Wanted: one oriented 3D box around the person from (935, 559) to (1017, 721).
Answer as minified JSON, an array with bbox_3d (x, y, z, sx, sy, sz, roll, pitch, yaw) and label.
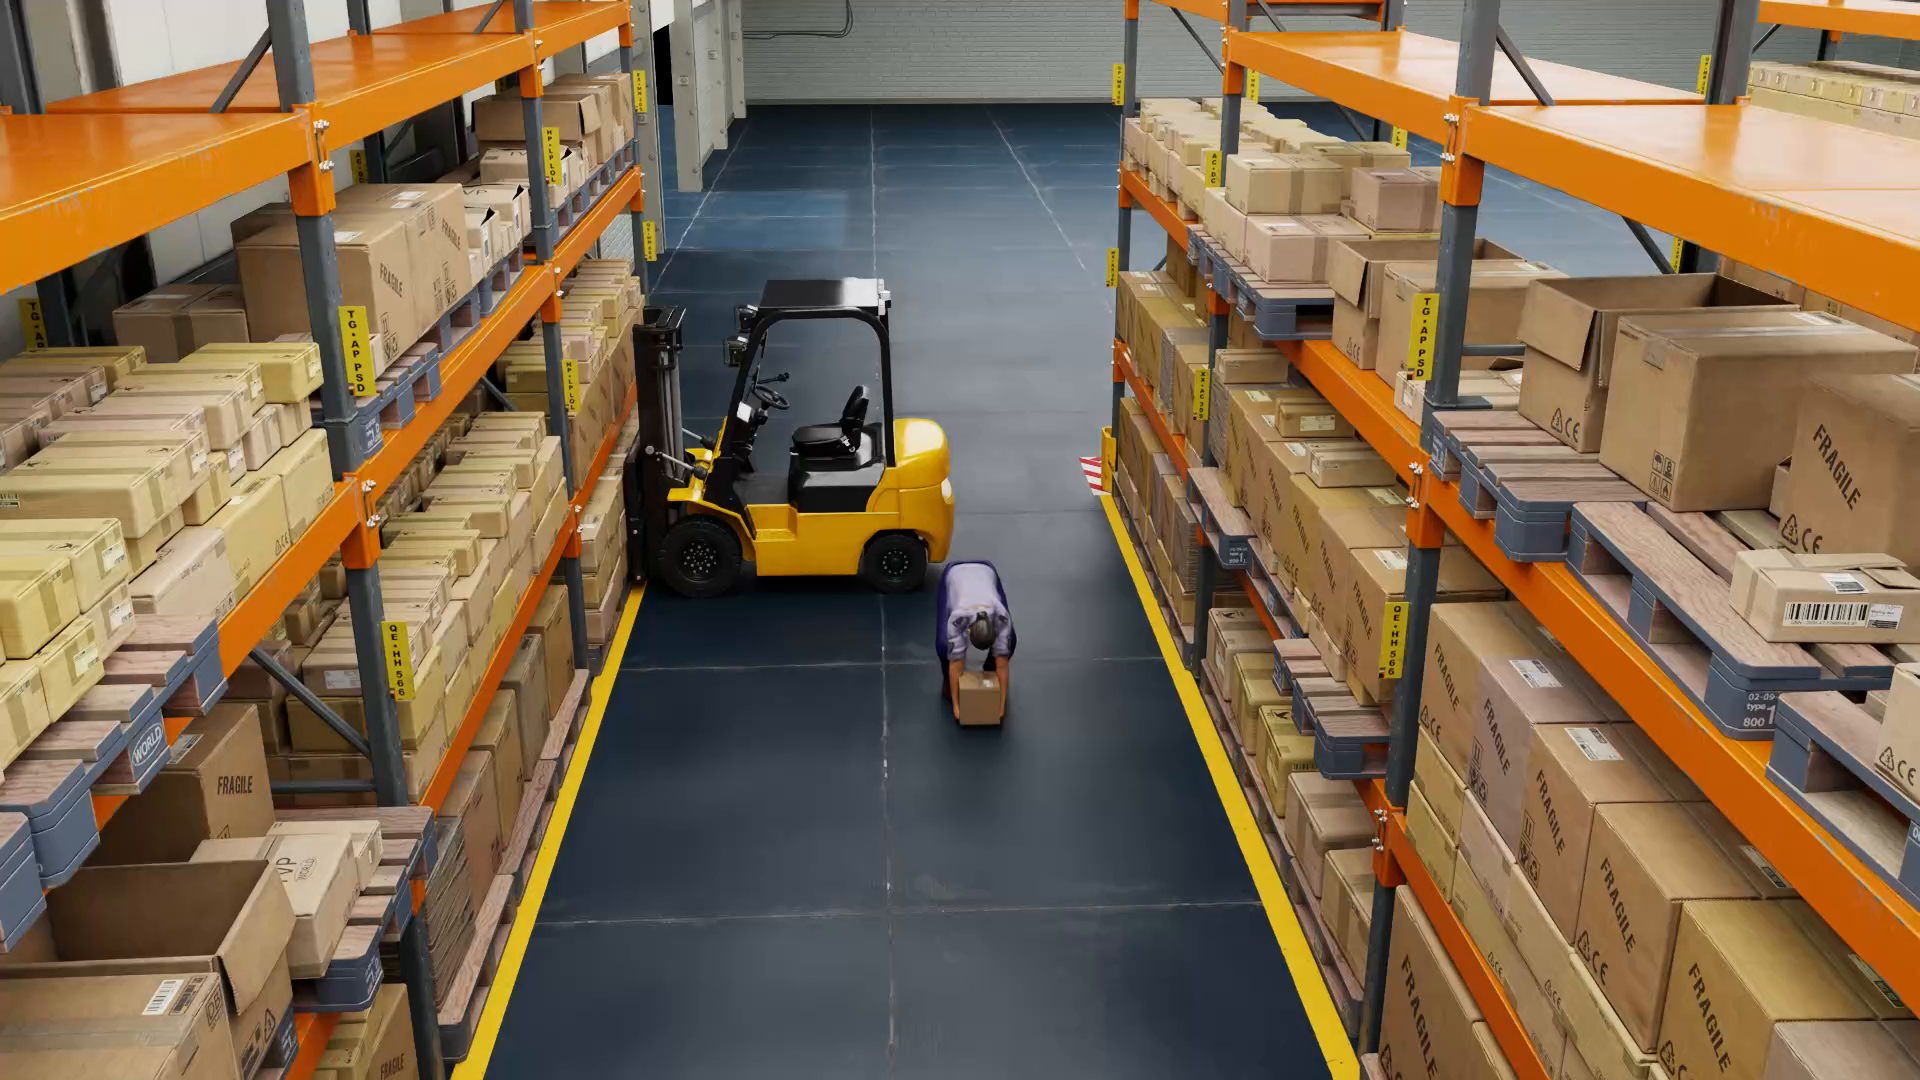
[{"bbox_3d":[0.102,0.627,10.560,0.519,0.854,0.899,-2,21,-6],"label":"person"}]
